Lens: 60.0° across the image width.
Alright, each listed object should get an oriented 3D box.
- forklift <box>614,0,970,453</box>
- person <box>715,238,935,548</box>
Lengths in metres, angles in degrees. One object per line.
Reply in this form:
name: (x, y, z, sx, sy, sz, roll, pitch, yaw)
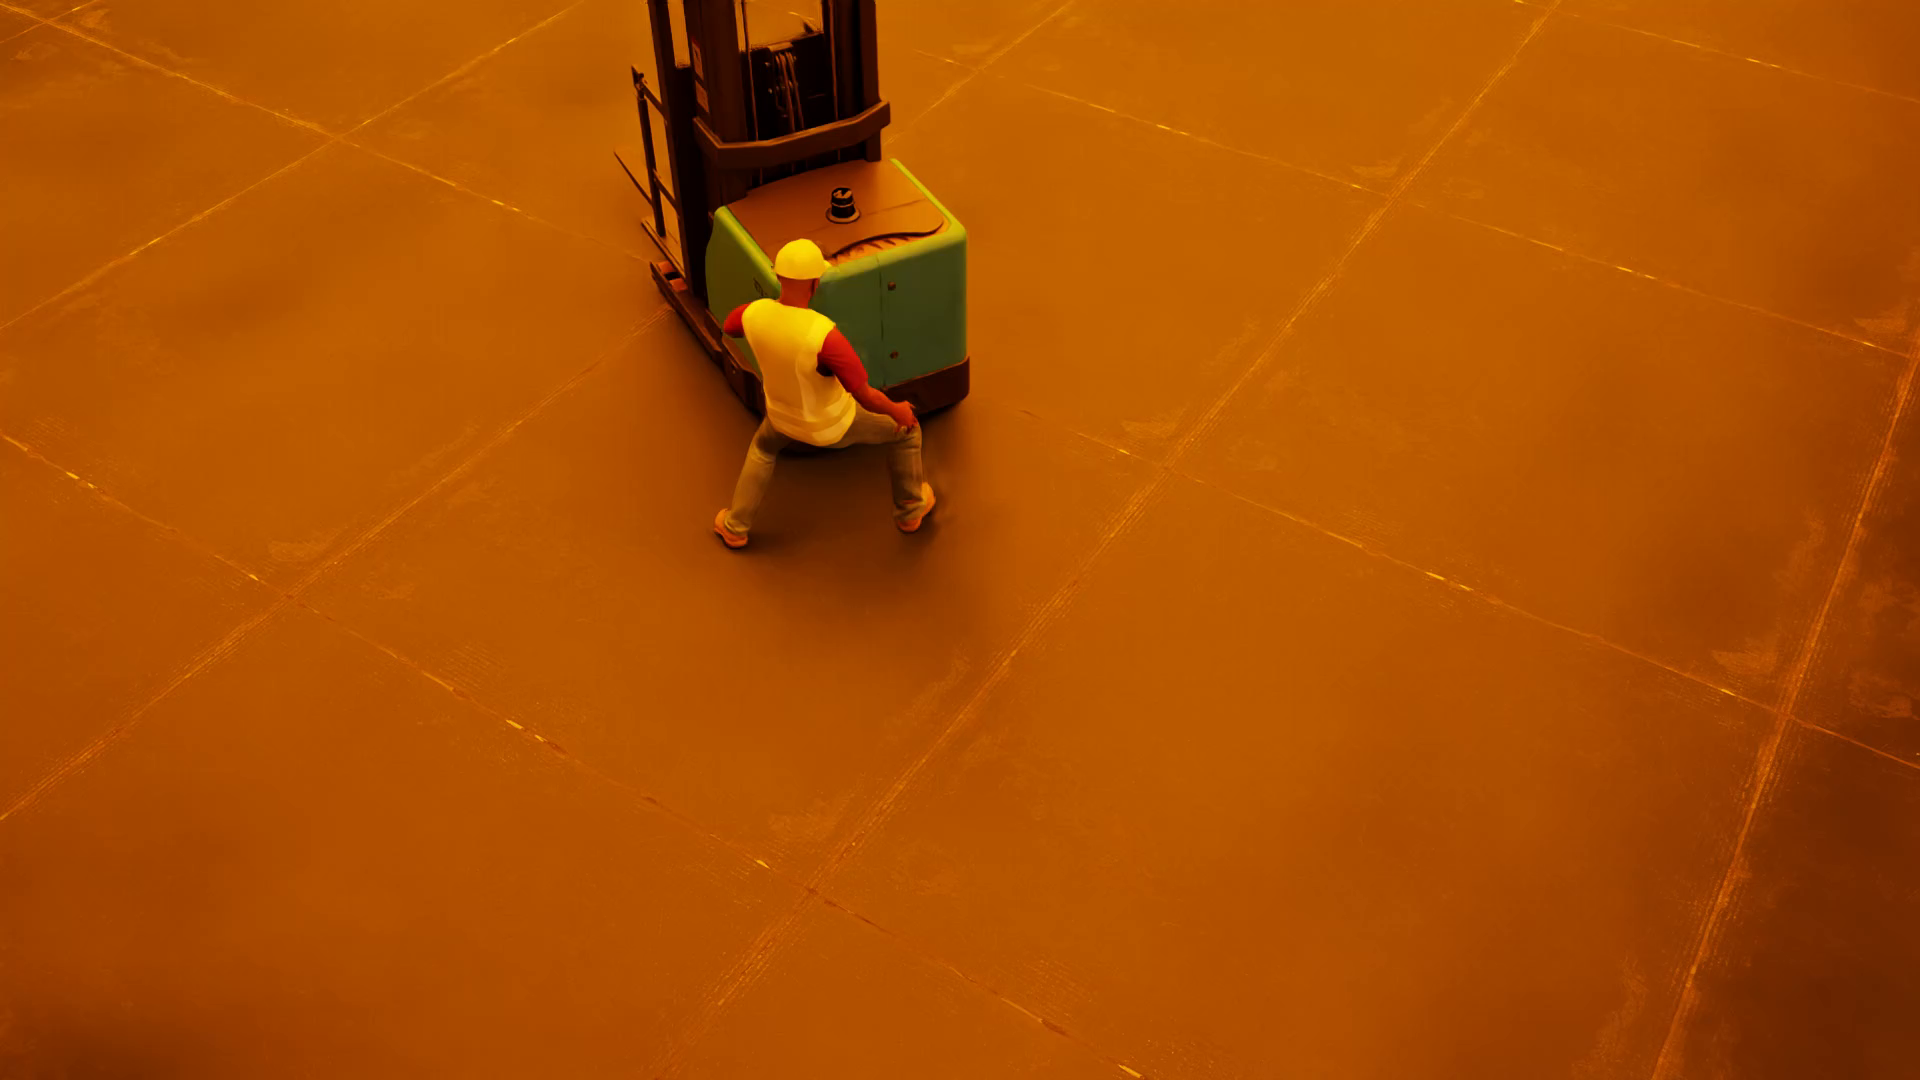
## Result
forklift: (-1.100, -2.506, 8.492, 1.130, 2.935, 3.031, -21, 47, -20)
person: (-0.692, -0.679, 7.552, 1.011, 1.631, 0.815, 24, 49, 23)
